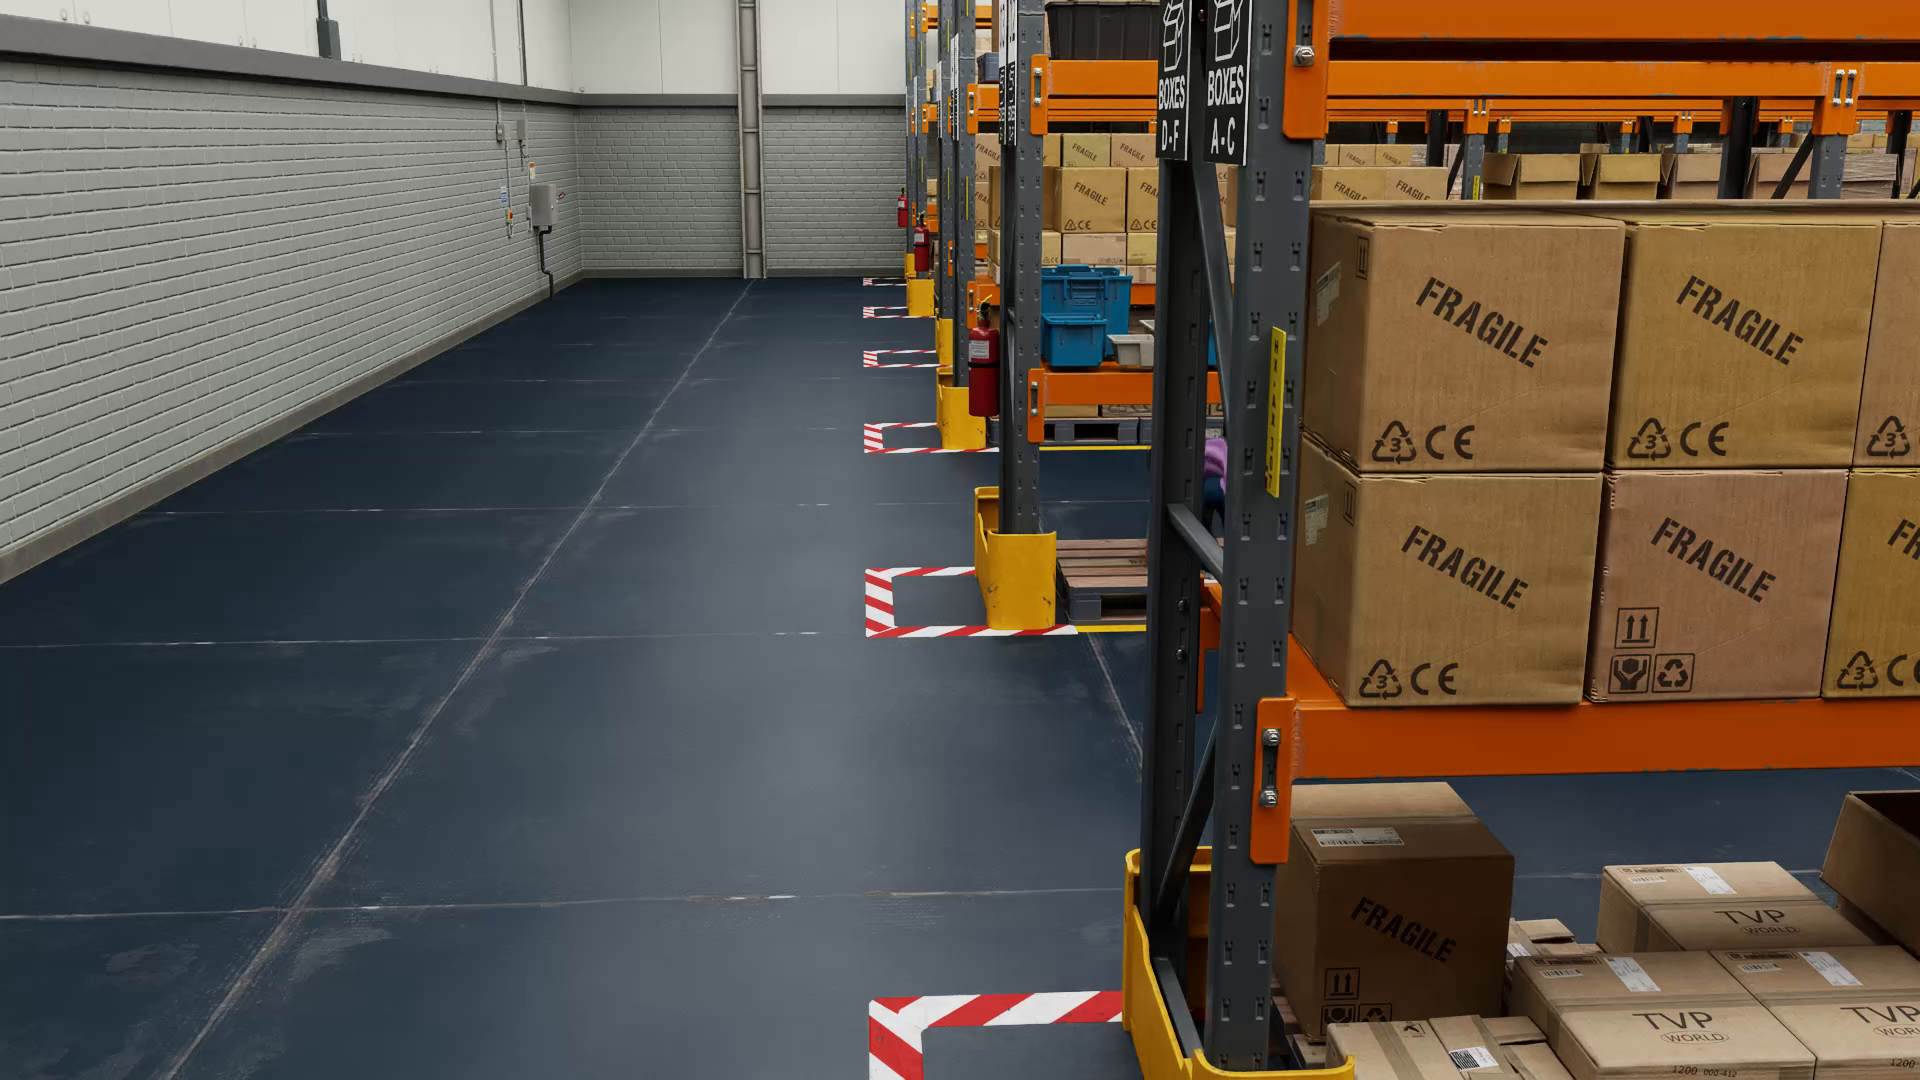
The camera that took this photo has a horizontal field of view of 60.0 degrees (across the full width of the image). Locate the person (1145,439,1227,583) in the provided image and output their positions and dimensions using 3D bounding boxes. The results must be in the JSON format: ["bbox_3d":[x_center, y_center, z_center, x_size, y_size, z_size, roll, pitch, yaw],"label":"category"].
[{"bbox_3d":[1.290,-0.154,8.604,0.420,0.802,0.871,-9,16,-32],"label":"person"}]
